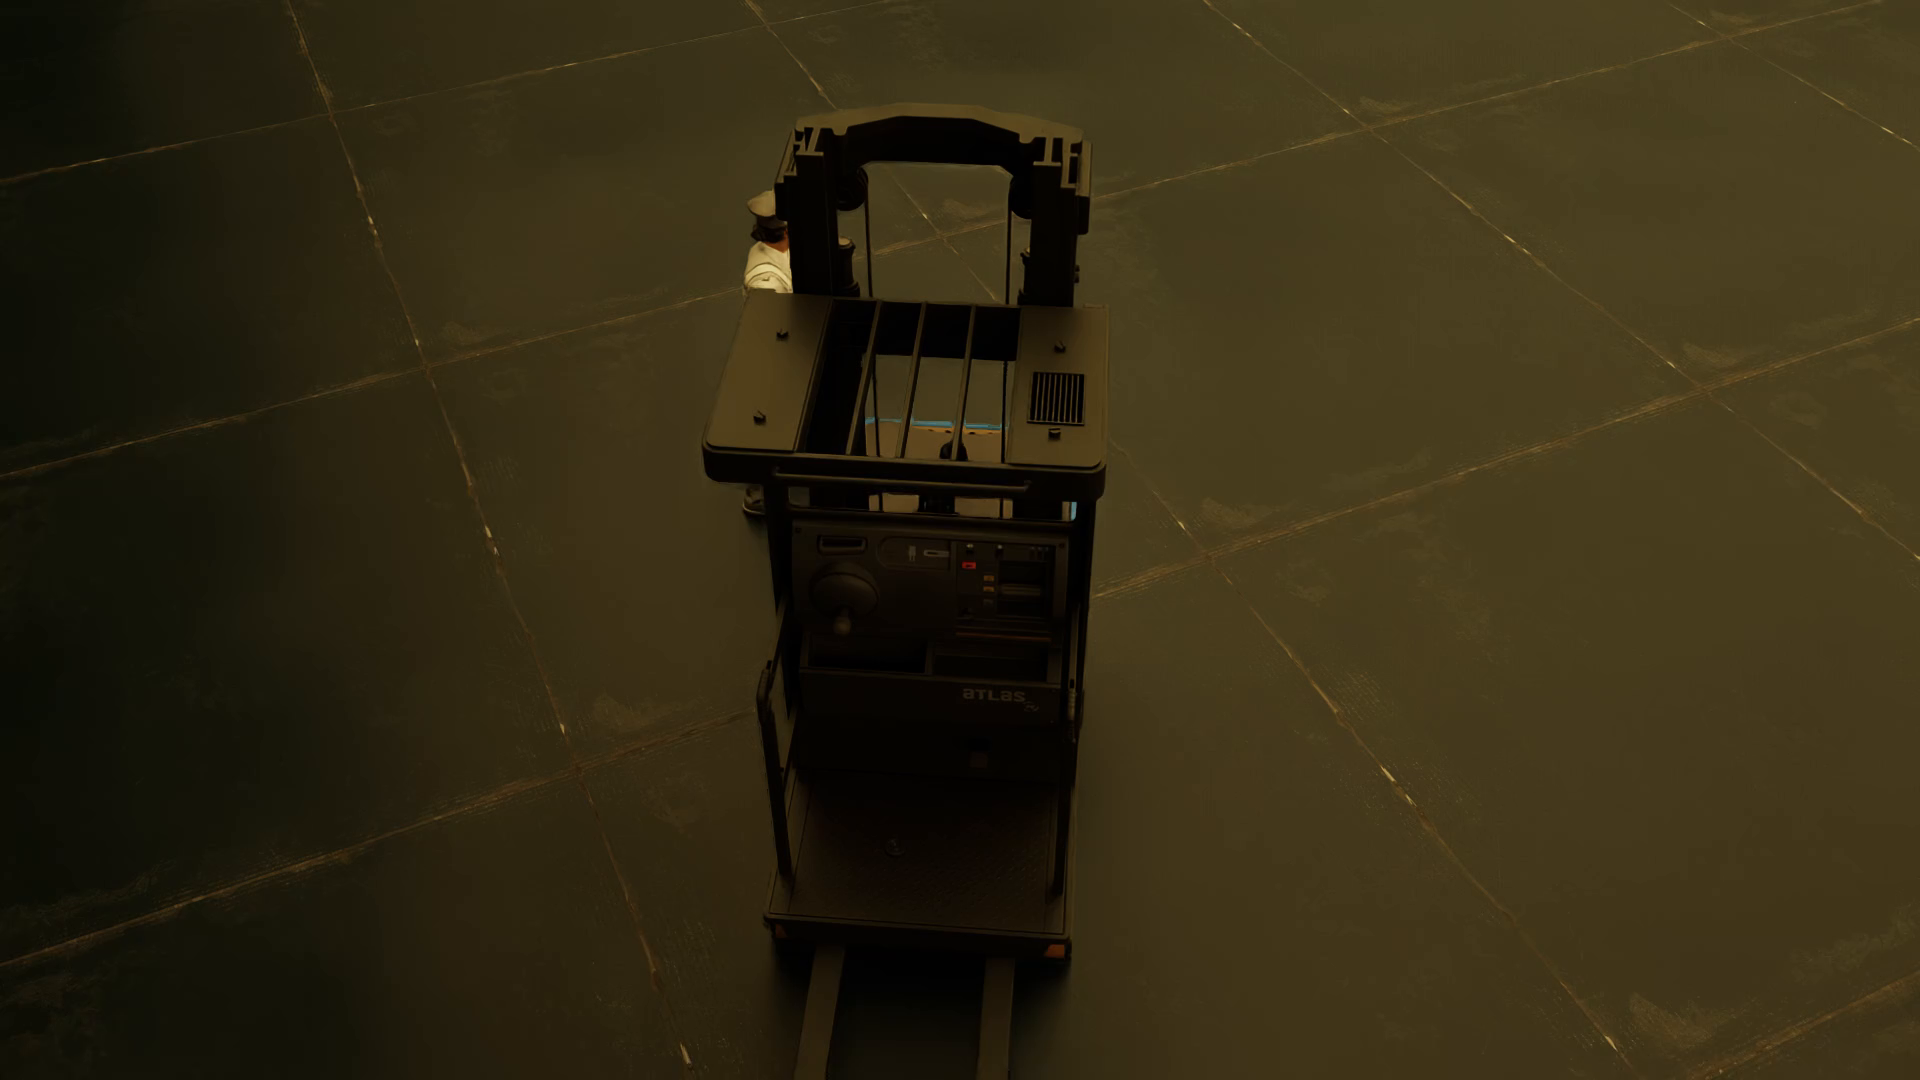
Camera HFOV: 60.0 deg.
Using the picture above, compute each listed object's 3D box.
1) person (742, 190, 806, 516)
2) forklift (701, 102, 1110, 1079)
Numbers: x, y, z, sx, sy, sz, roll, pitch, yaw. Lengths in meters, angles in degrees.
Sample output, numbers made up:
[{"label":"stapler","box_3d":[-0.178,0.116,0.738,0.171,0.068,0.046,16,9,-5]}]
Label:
[{"label":"person","box_3d":[-0.840,-0.829,7.539,0.408,1.639,0.803,-1,43,-2]},{"label":"forklift","box_3d":[-0.119,0.231,5.433,1.130,2.935,3.031,3,43,4]}]
